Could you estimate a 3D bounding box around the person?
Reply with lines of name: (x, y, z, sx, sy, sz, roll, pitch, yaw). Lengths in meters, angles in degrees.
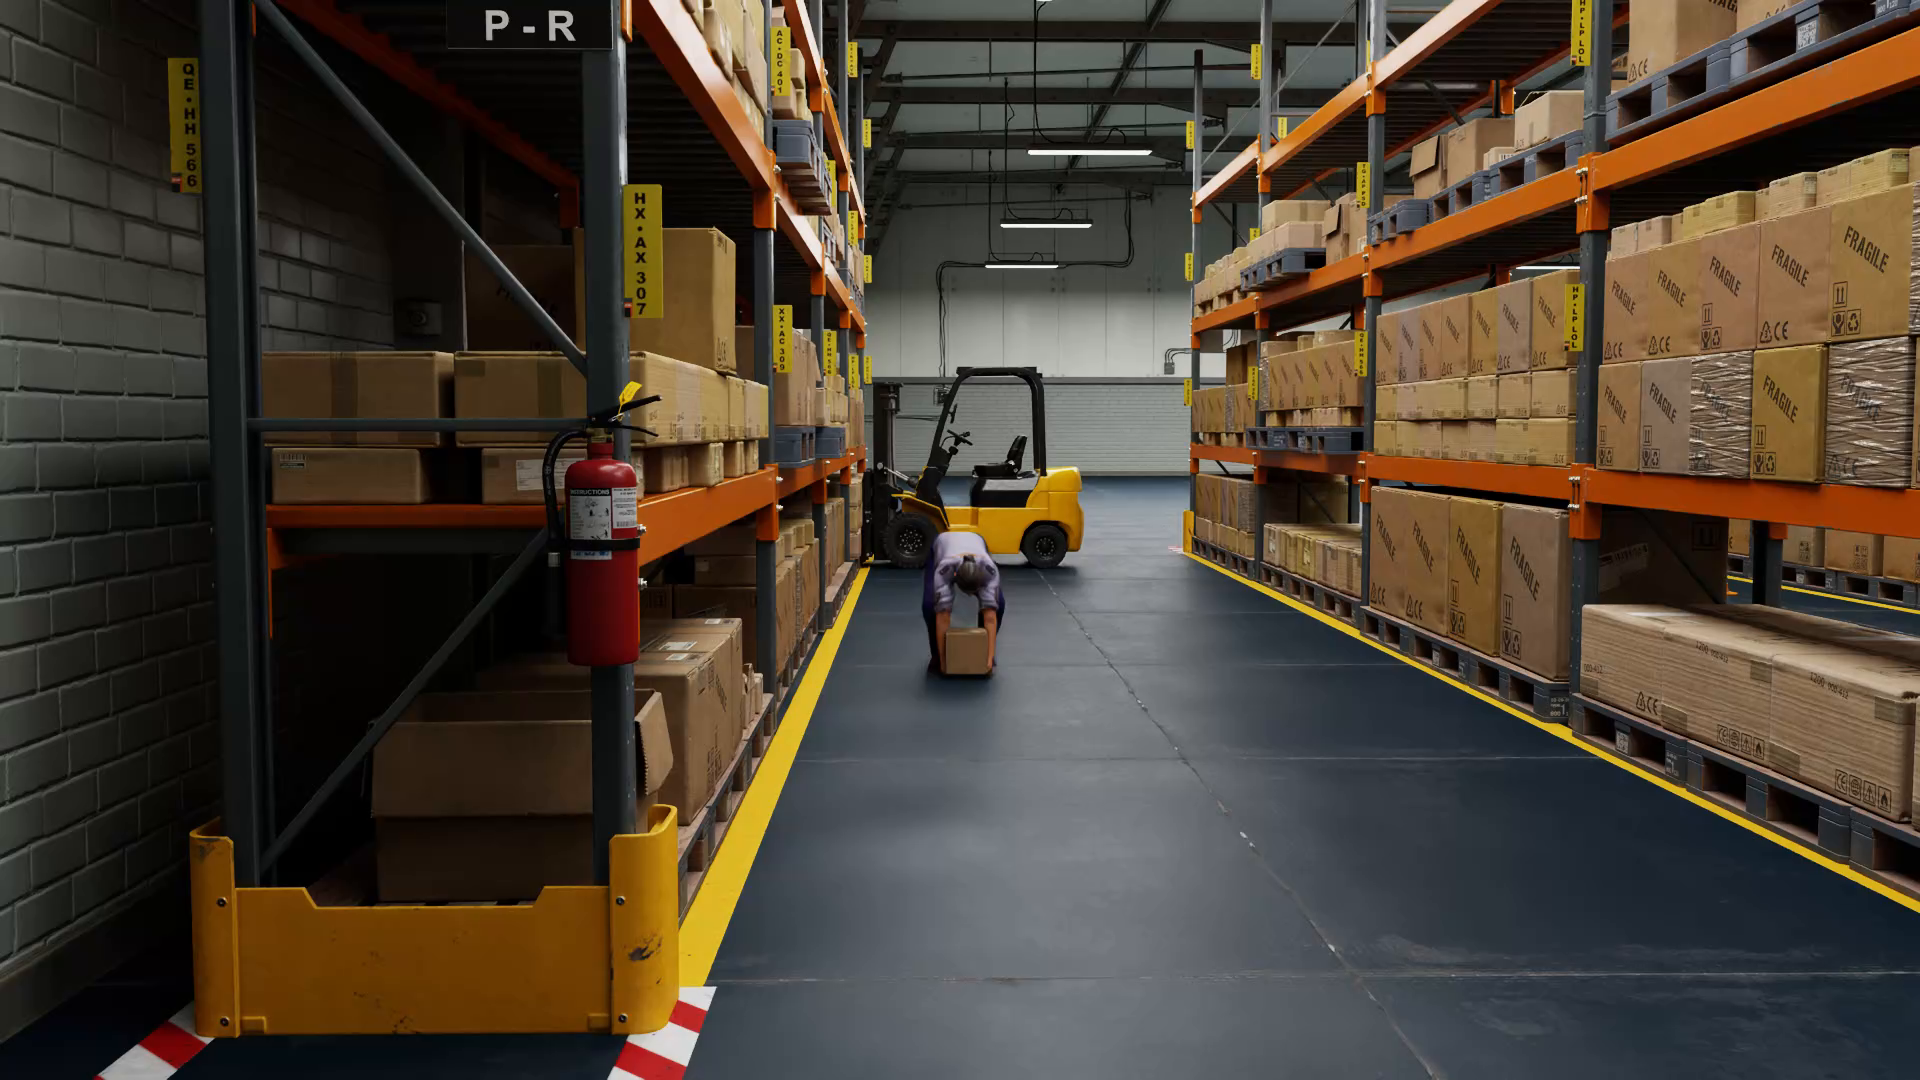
person: (0.016, -0.022, 10.494, 0.546, 1.636, 0.366, 0, 4, -4)
